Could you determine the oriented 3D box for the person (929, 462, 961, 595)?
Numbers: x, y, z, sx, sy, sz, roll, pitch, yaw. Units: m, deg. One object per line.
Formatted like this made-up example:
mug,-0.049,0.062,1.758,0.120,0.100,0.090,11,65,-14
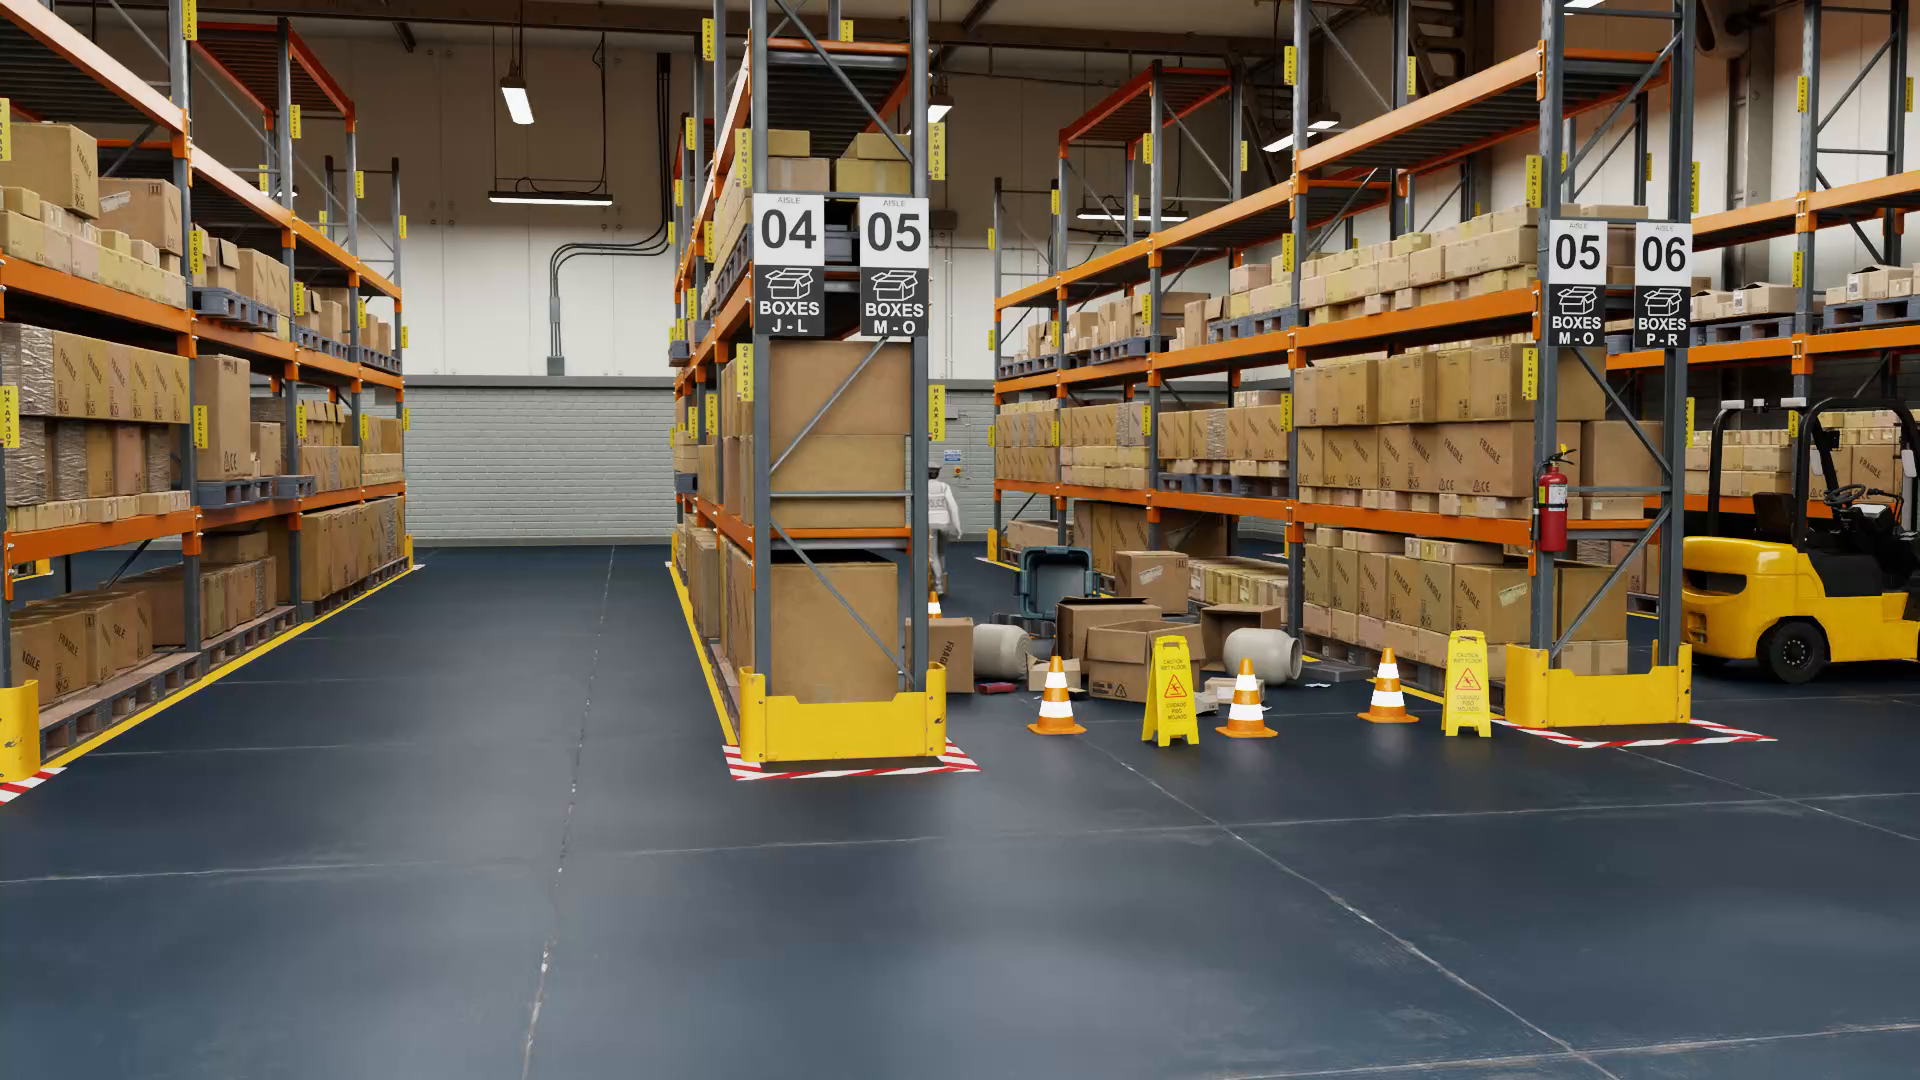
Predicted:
person,-0.309,-0.150,20.071,0.557,1.593,1.019,-1,3,-18
